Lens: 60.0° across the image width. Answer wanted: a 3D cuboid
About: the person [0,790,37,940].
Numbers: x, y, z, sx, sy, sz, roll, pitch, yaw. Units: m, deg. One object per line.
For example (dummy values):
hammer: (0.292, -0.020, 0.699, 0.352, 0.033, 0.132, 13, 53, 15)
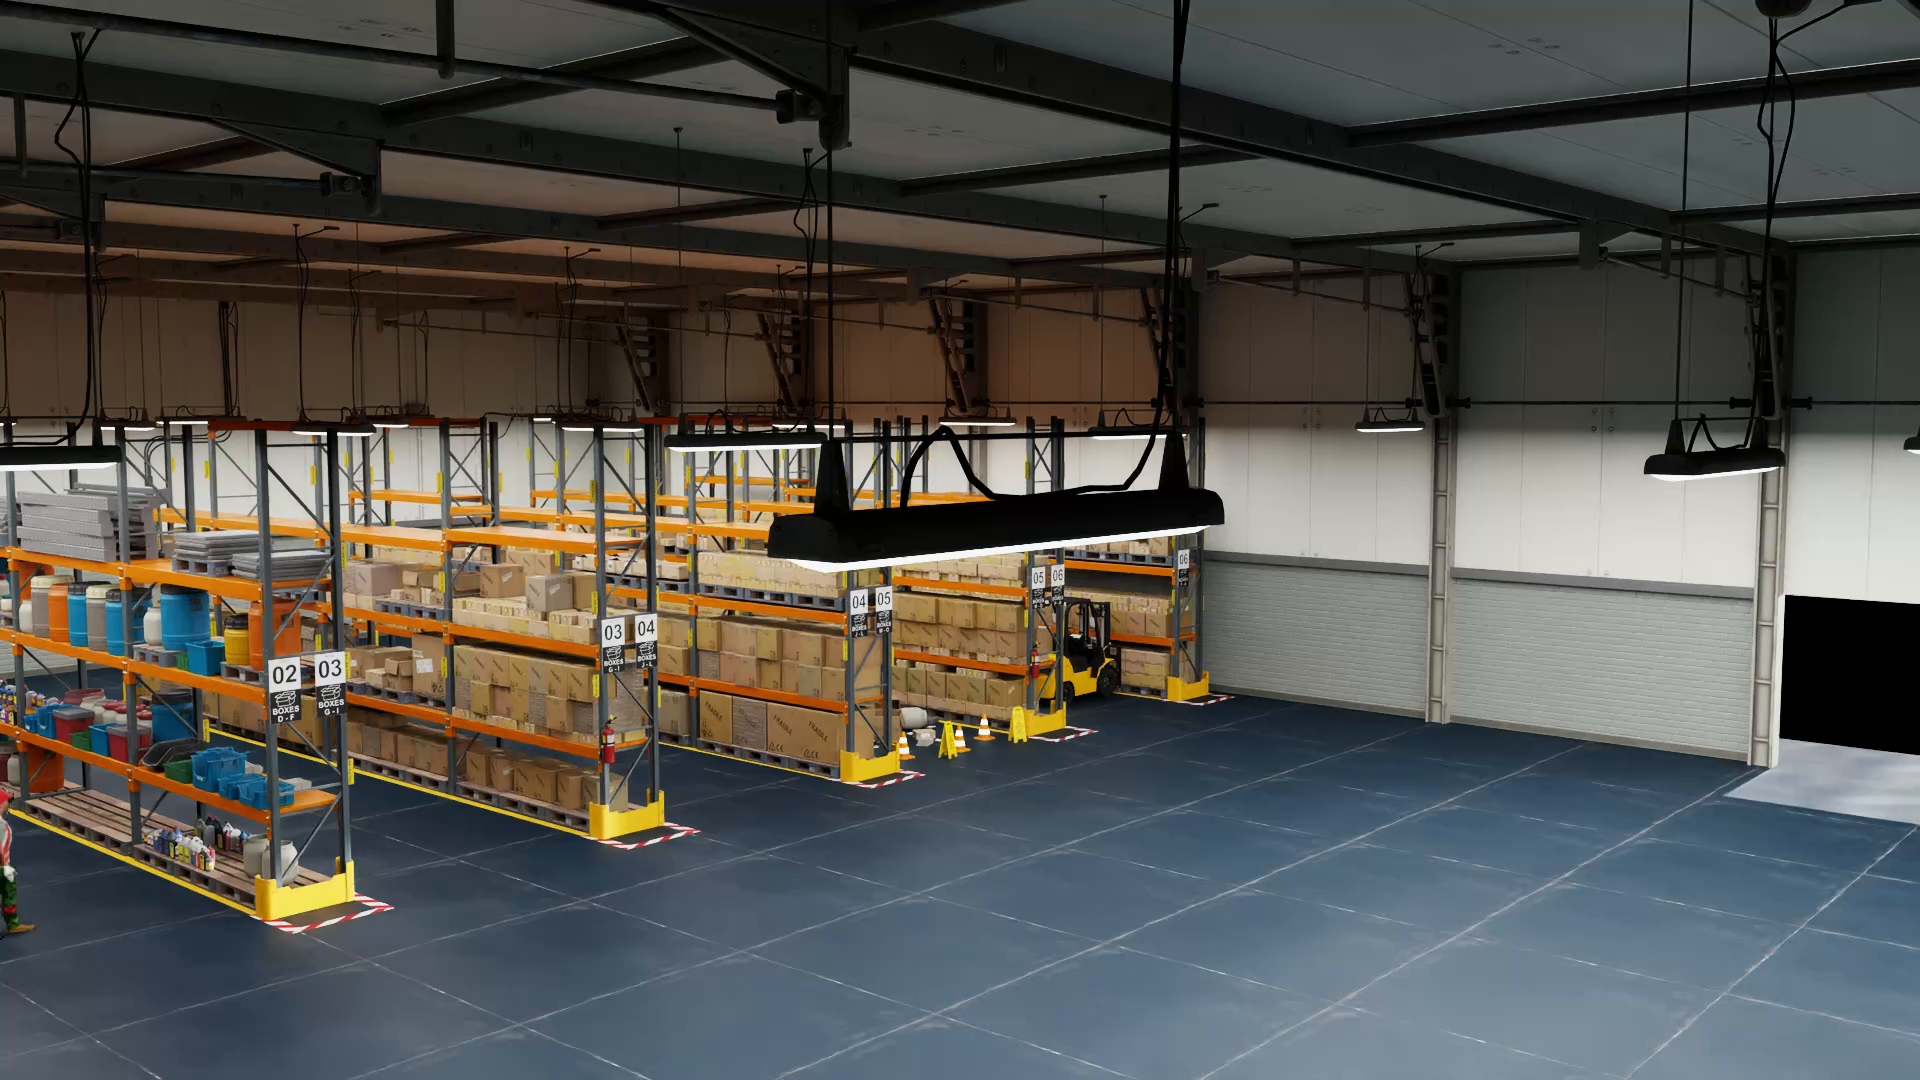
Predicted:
person: (-11.278, 3.823, 19.576, 0.563, 1.779, 0.589, -2, 5, -19)
